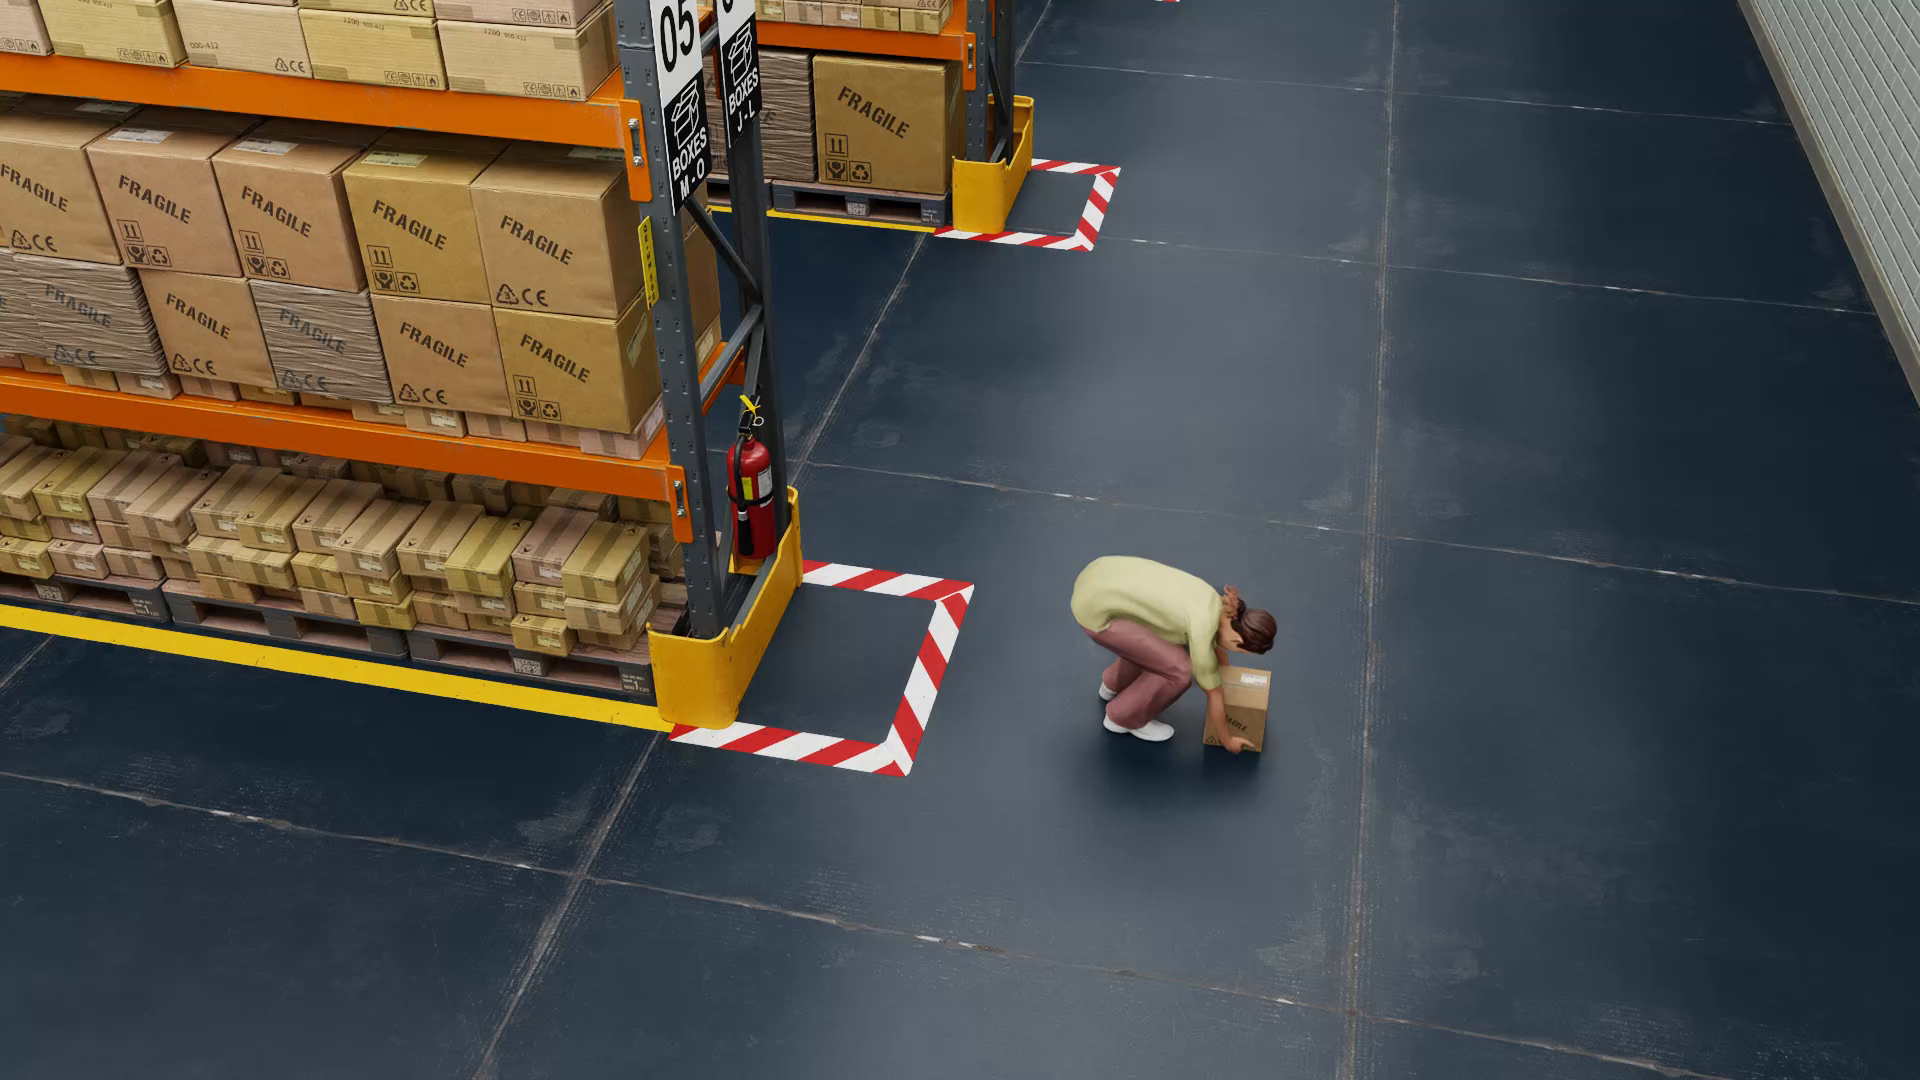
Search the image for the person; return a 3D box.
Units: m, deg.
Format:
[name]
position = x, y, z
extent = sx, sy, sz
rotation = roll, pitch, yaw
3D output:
[person]
position = 0.896, 0.463, 7.077
extent = 0.857, 0.827, 0.469
rotation = 6, 37, 8
